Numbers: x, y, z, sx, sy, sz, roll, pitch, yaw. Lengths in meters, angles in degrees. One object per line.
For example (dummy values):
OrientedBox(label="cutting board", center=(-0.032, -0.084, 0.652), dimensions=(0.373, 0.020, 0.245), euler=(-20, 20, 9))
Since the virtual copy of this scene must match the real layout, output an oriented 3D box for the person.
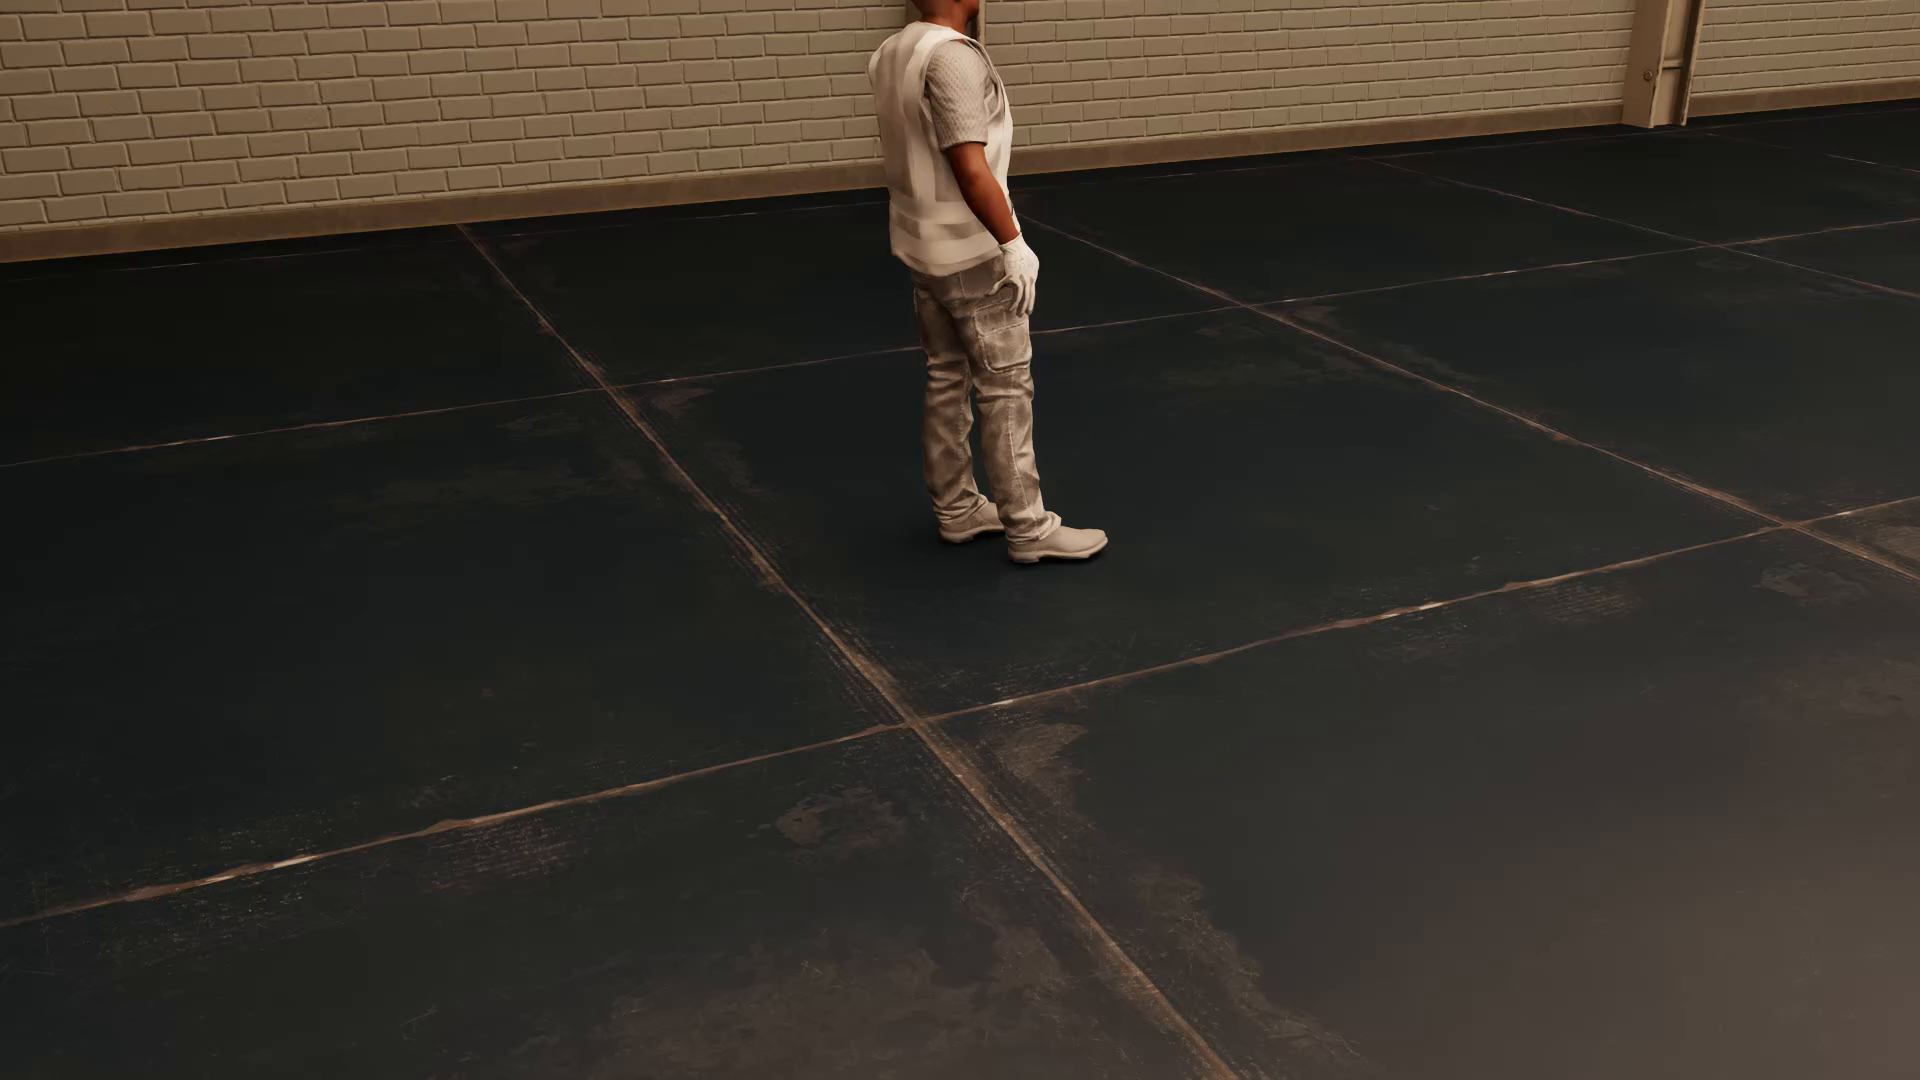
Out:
OrientedBox(label="person", center=(0.069, -0.839, 4.782), dimensions=(0.577, 1.782, 0.656), euler=(-10, 25, -23))
